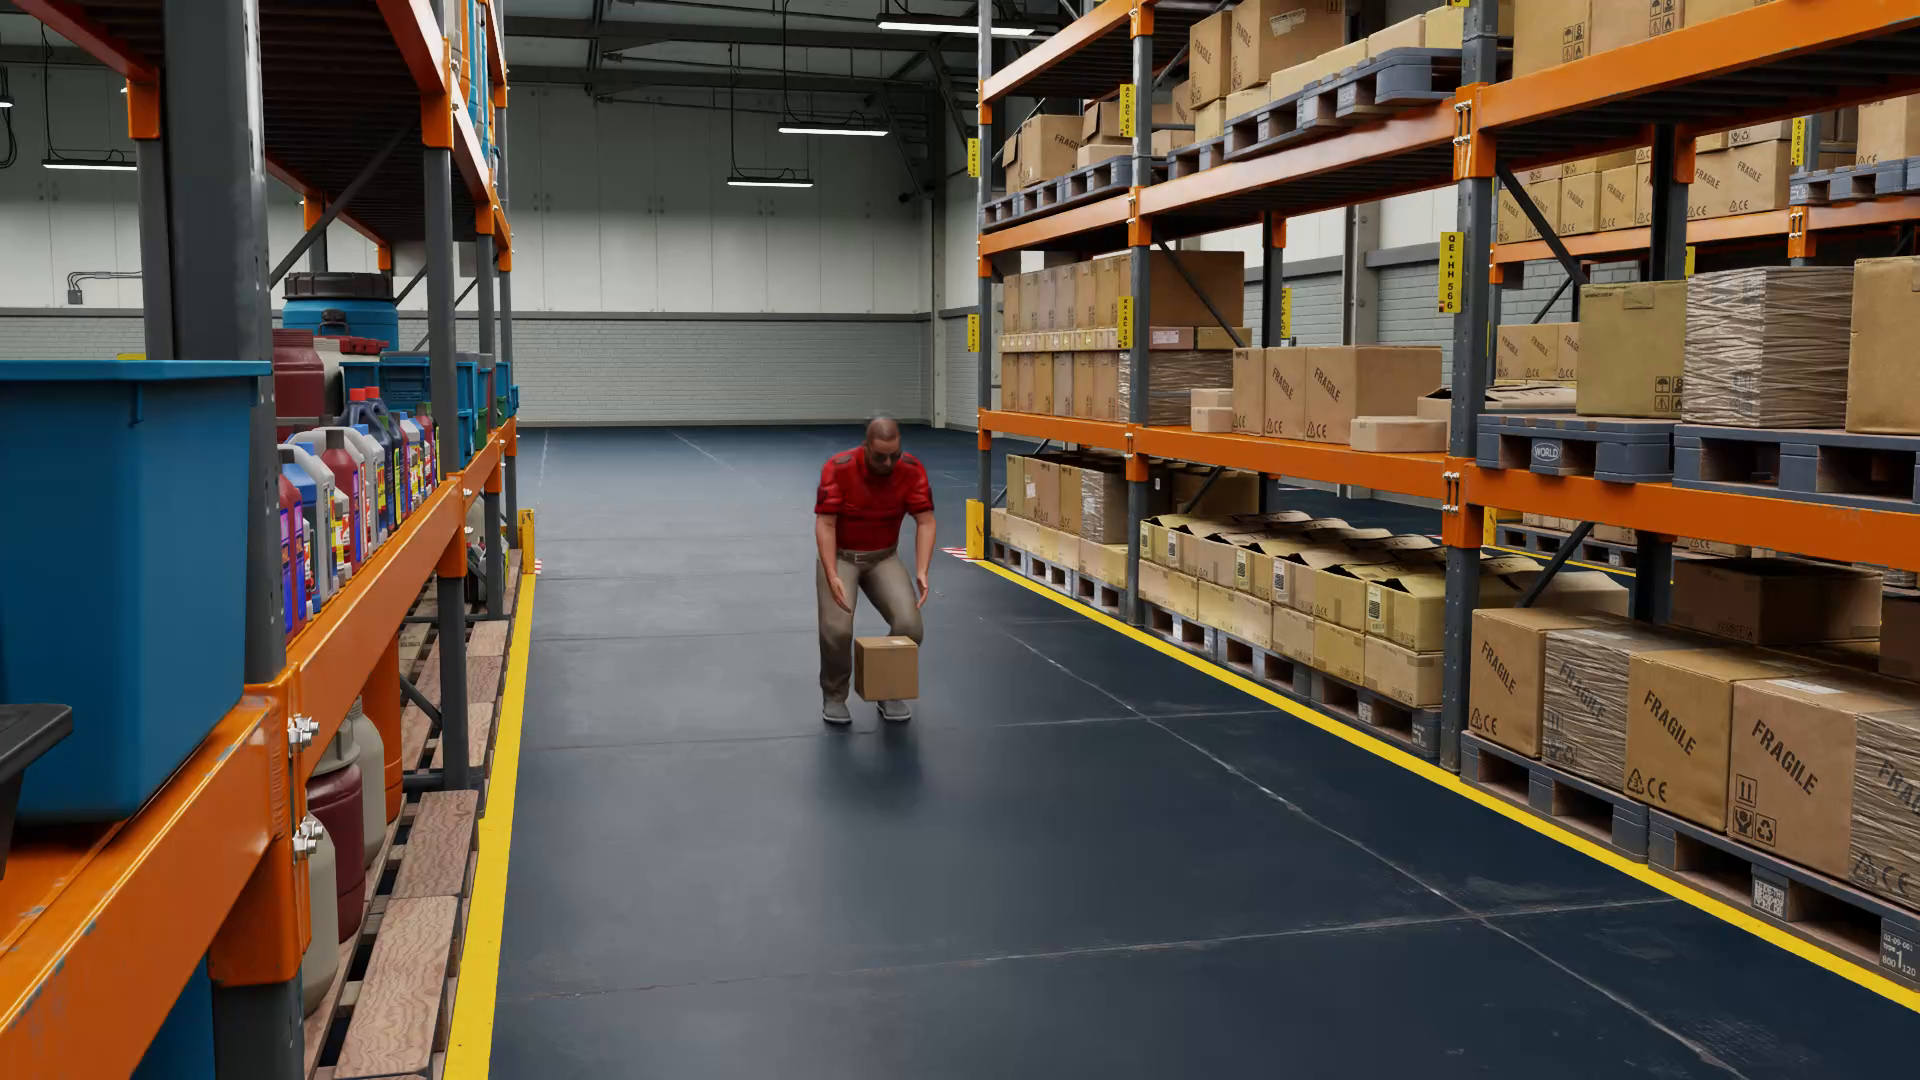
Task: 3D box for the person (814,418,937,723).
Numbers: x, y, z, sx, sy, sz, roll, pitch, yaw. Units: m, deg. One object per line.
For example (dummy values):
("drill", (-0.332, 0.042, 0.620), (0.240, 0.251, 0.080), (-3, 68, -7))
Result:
("person", (-0.419, 0.139, 8.007), (0.589, 1.467, 0.666), (-1, 6, -13))
